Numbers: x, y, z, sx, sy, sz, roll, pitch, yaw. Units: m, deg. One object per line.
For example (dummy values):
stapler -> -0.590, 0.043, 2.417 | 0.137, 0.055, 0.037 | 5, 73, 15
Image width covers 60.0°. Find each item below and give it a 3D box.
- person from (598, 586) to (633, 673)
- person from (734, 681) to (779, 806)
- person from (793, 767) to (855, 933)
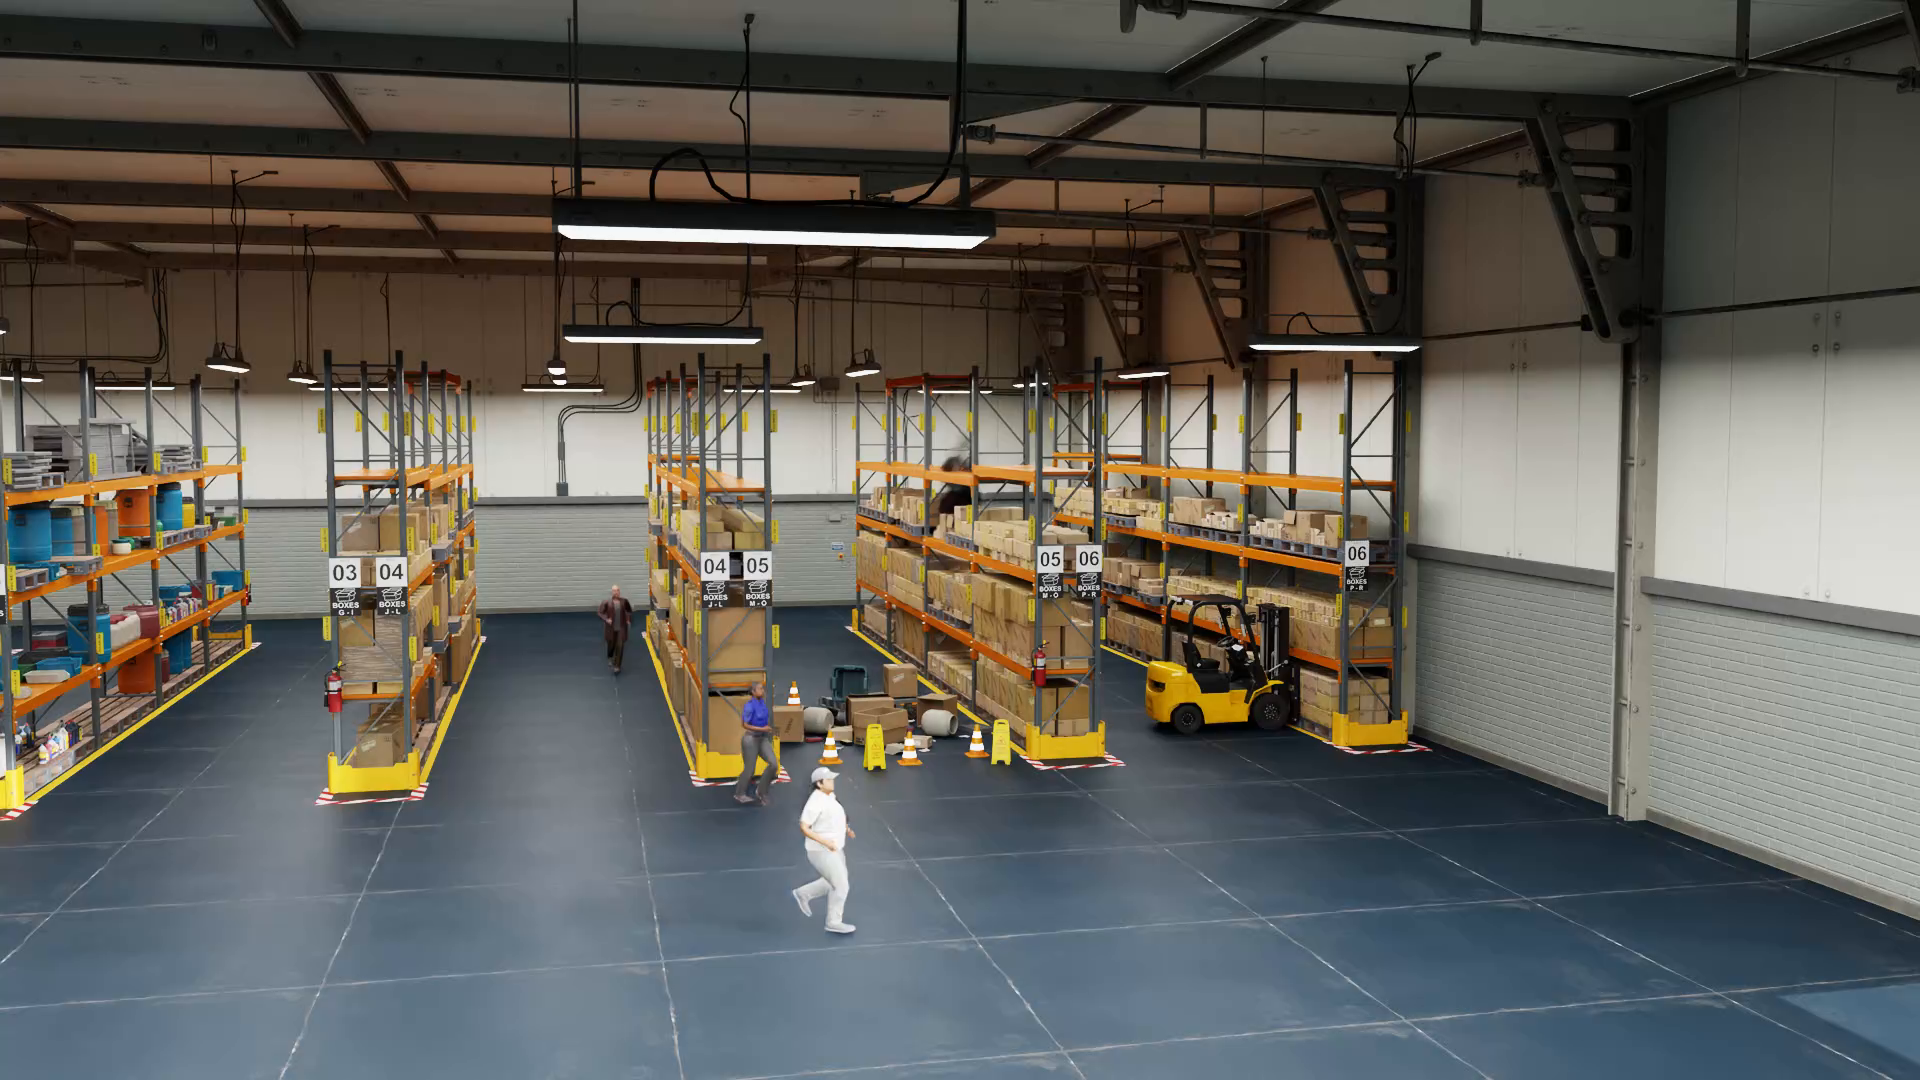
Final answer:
person -> -6.960, 1.791, 33.627 | 0.709, 1.737, 0.757 | -1, 4, -19
person -> -2.660, 2.688, 21.772 | 0.706, 1.676, 0.571 | 2, 5, 31
person -> -1.357, 3.048, 16.430 | 0.669, 1.620, 0.613 | 1, 4, 14
